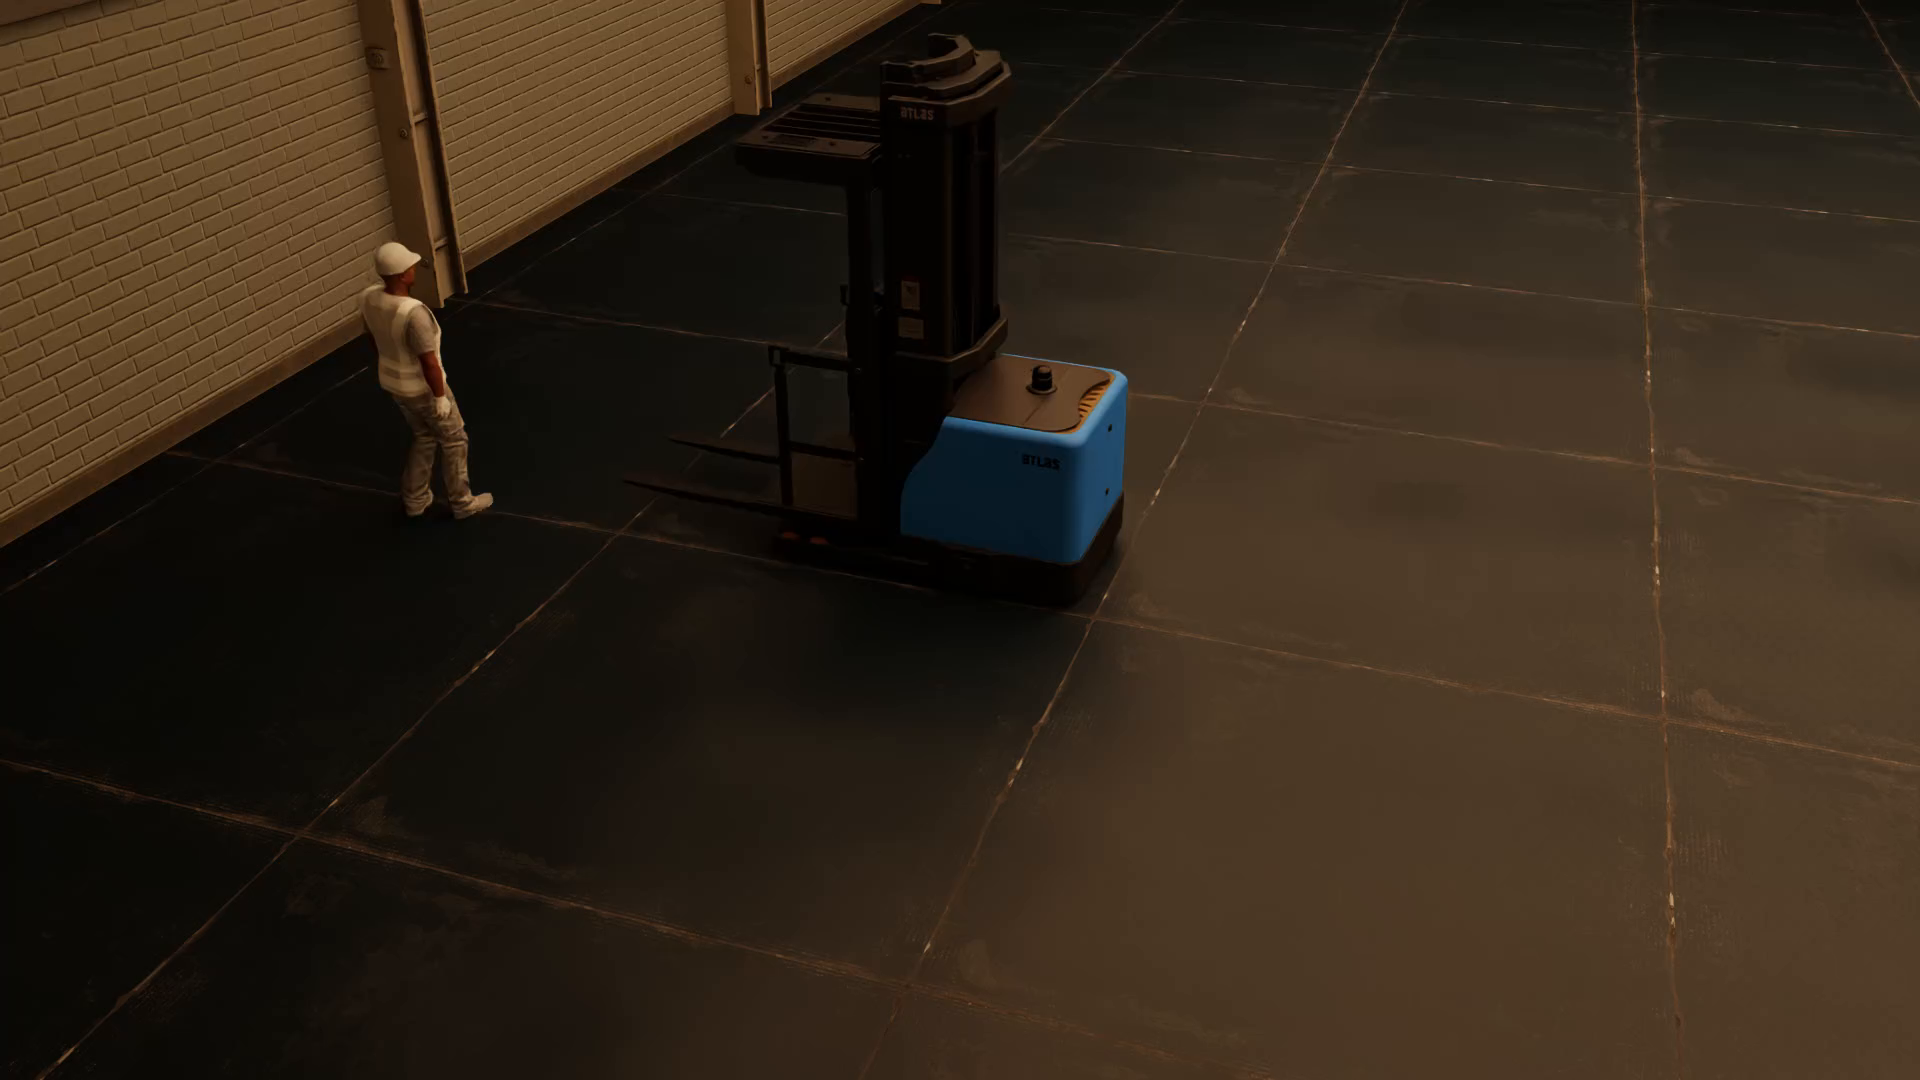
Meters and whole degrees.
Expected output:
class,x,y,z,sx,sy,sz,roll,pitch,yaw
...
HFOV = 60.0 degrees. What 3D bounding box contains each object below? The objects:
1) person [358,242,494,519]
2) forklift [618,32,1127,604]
class,x,y,z,sx,sy,sz,roll,pitch,yaw
person,-3.241,-0.968,10.053,0.670,1.779,0.483,22,36,33
forklift,-0.588,-1.356,9.515,3.031,2.935,1.130,10,31,18
